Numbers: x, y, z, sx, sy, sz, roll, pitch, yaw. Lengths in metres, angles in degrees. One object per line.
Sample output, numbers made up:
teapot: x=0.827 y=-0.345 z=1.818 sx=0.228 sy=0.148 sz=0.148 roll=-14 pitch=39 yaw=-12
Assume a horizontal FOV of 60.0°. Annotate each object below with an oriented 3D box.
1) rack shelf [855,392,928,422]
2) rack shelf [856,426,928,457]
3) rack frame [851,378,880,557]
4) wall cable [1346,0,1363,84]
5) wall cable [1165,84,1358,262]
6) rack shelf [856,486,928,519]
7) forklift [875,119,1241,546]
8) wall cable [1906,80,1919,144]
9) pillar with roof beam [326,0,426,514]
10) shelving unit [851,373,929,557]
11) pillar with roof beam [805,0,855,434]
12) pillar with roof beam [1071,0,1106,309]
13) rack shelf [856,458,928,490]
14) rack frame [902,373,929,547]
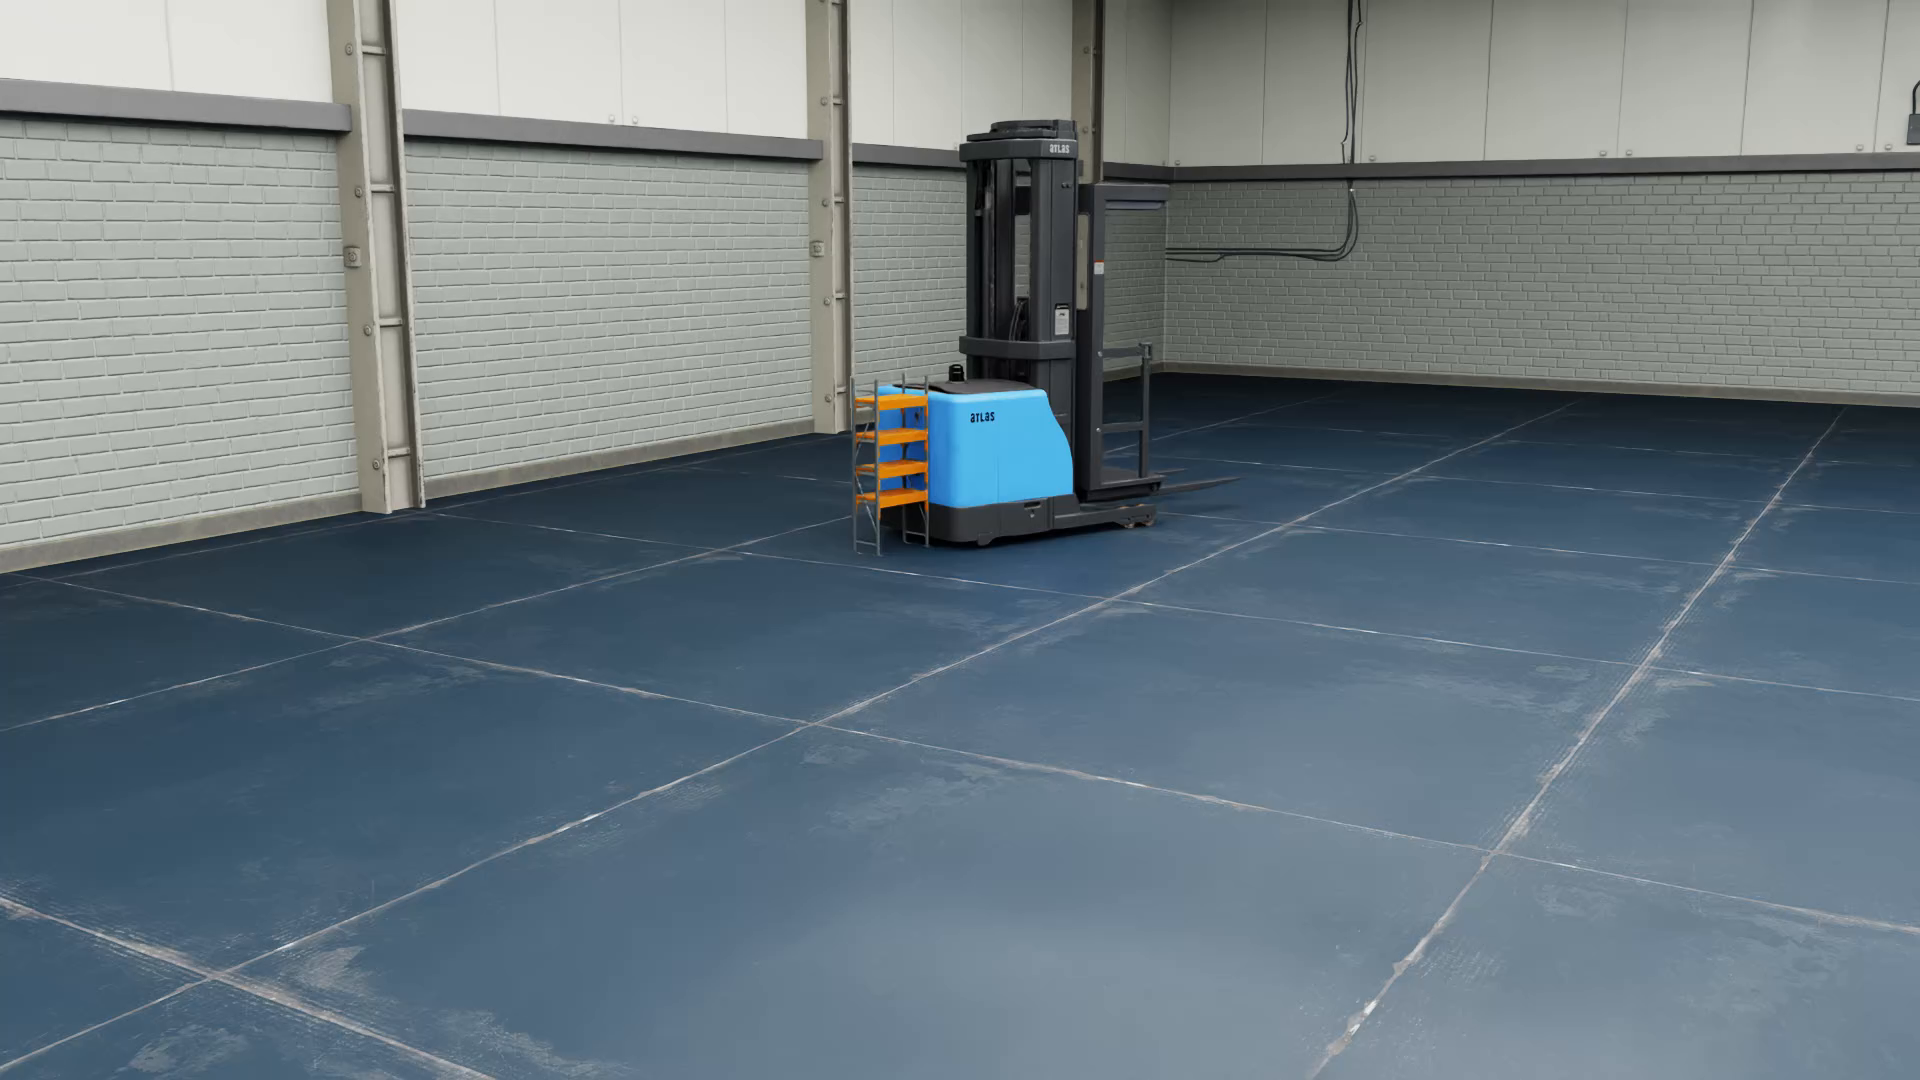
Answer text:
rack shelf: x=-0.473 y=-0.907 z=11.316 sx=0.258 sy=0.148 sz=0.480 roll=9 pitch=14 yaw=41
rack shelf: x=-0.473 y=-0.674 z=11.359 sx=0.258 sy=0.148 sz=0.480 roll=9 pitch=14 yaw=41
rack frame: x=-0.637 y=-0.487 z=11.210 sx=0.240 sy=1.200 sz=0.015 roll=9 pitch=14 yaw=41
wall cable: x=6.703 y=-7.595 z=22.694 sx=3.097 sy=2.526 sz=0.112 roll=6 pitch=12 yaw=31
wall cable: x=4.391 y=-5.371 z=24.539 sx=3.097 sy=2.526 sz=0.112 roll=6 pitch=12 yaw=31
rack shelf: x=-0.473 y=-0.259 z=11.437 sx=0.258 sy=0.148 sz=0.480 roll=9 pitch=14 yaw=41
forklift: x=0.854 y=-1.594 z=12.419 sx=3.031 sy=2.935 sz=1.130 roll=-8 pitch=13 yaw=-37
wall cable: x=12.497 y=-7.659 z=19.083 sx=2.305 sy=6.003 sz=0.169 roll=6 pitch=12 yaw=31
pillar with roof beam: x=-0.819 y=-4.261 z=10.176 sx=9.100 sy=9.000 sz=0.400 roll=6 pitch=12 yaw=31
shelving unit: x=-0.473 y=-0.520 z=11.388 sx=0.258 sy=1.200 sz=0.503 roll=9 pitch=14 yaw=41
pillar with roof beam: x=2.296 y=-5.205 z=15.216 sx=9.100 sy=9.000 sz=0.400 roll=6 pitch=12 yaw=31
pillar with roof beam: x=5.411 y=-6.149 z=20.257 sx=9.100 sy=9.000 sz=0.400 roll=6 pitch=12 yaw=31
rack shelf: x=-0.473 y=-0.454 z=11.400 sx=0.258 sy=0.148 sz=0.480 roll=9 pitch=14 yaw=41
rack frame: x=-0.309 y=-0.554 z=11.566 sx=0.240 sy=1.200 sz=0.015 roll=9 pitch=14 yaw=41
